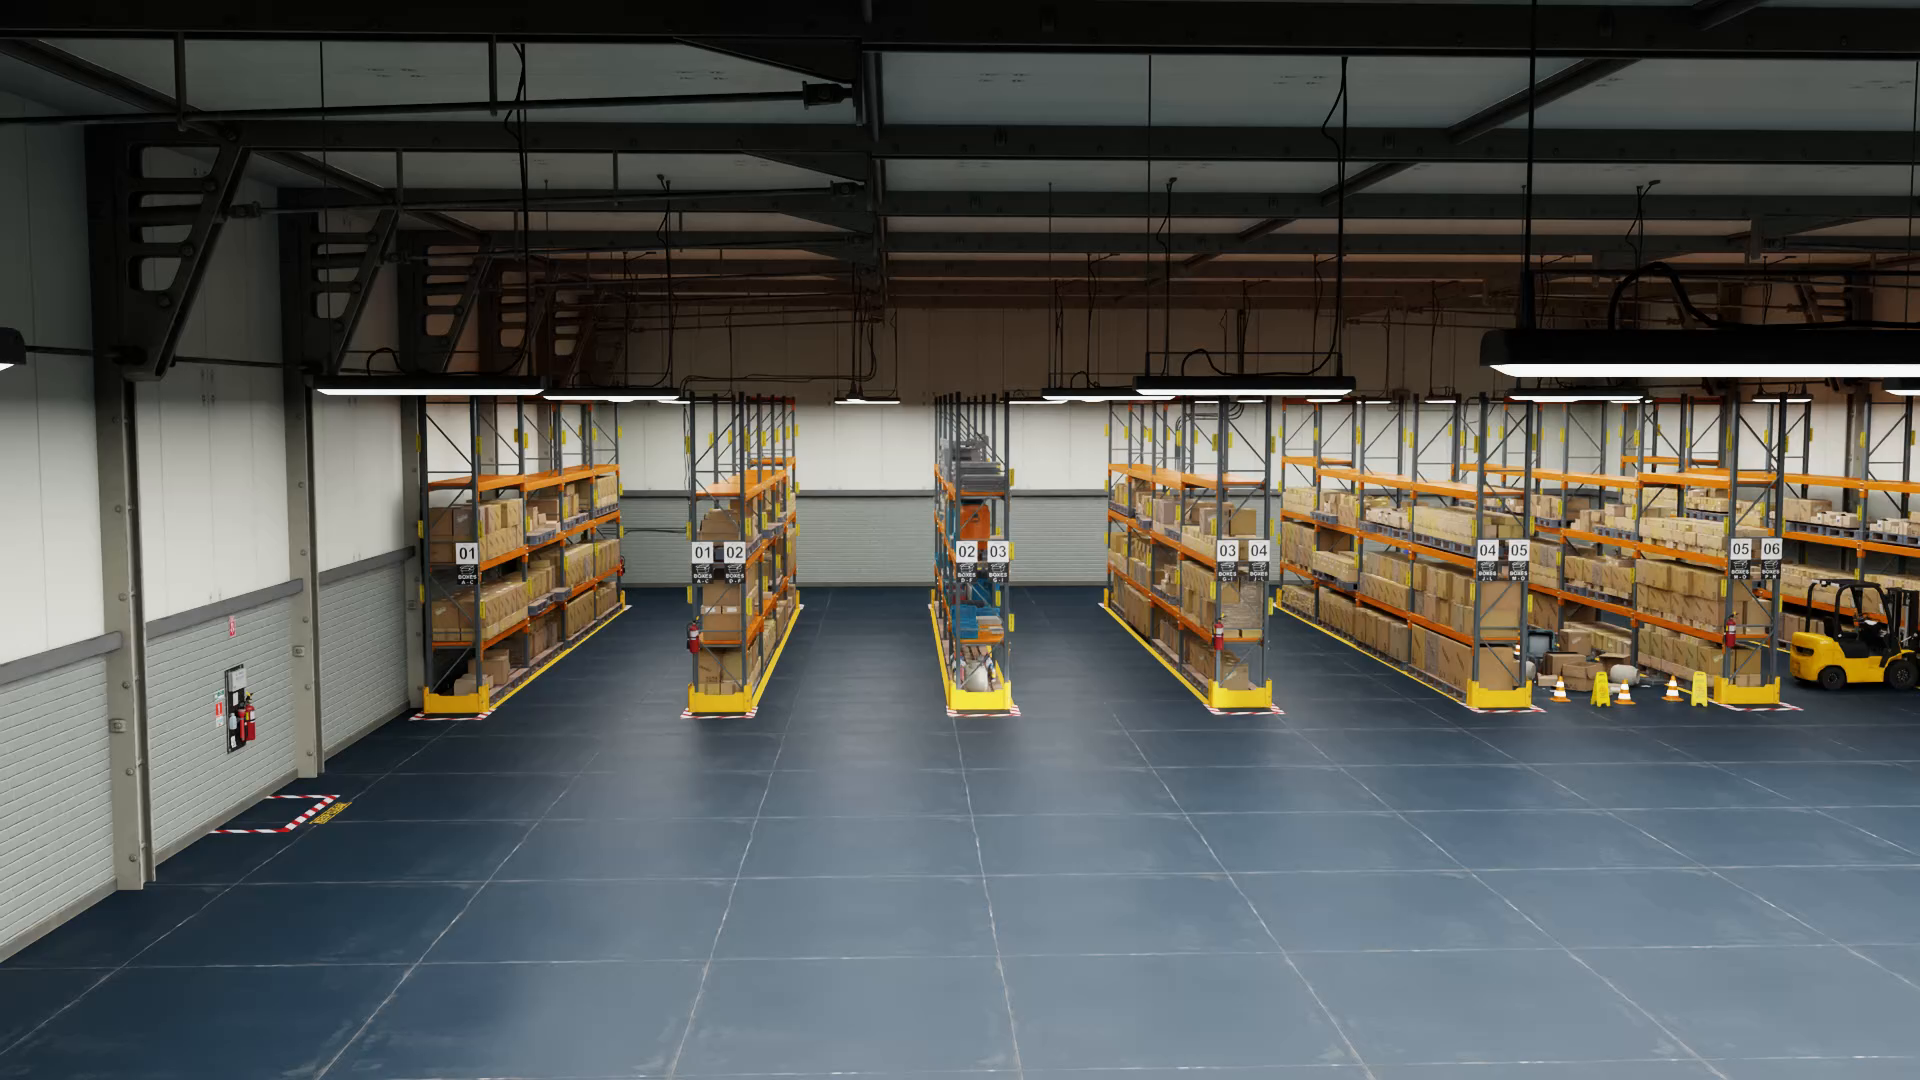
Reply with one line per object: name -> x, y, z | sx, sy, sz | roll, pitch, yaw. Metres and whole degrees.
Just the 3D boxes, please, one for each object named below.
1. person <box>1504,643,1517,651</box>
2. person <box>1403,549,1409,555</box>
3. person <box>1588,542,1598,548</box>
person -> 12.843, 1.831, 38.860 | 0.381, 1.611, 0.651 | -1, 5, -15
person -> 14.088, 0.727, 52.050 | 0.829, 1.620, 0.440 | -3, 5, -32
person -> 18.777, 0.903, 49.285 | 1.019, 1.726, 0.520 | 0, 5, -1
